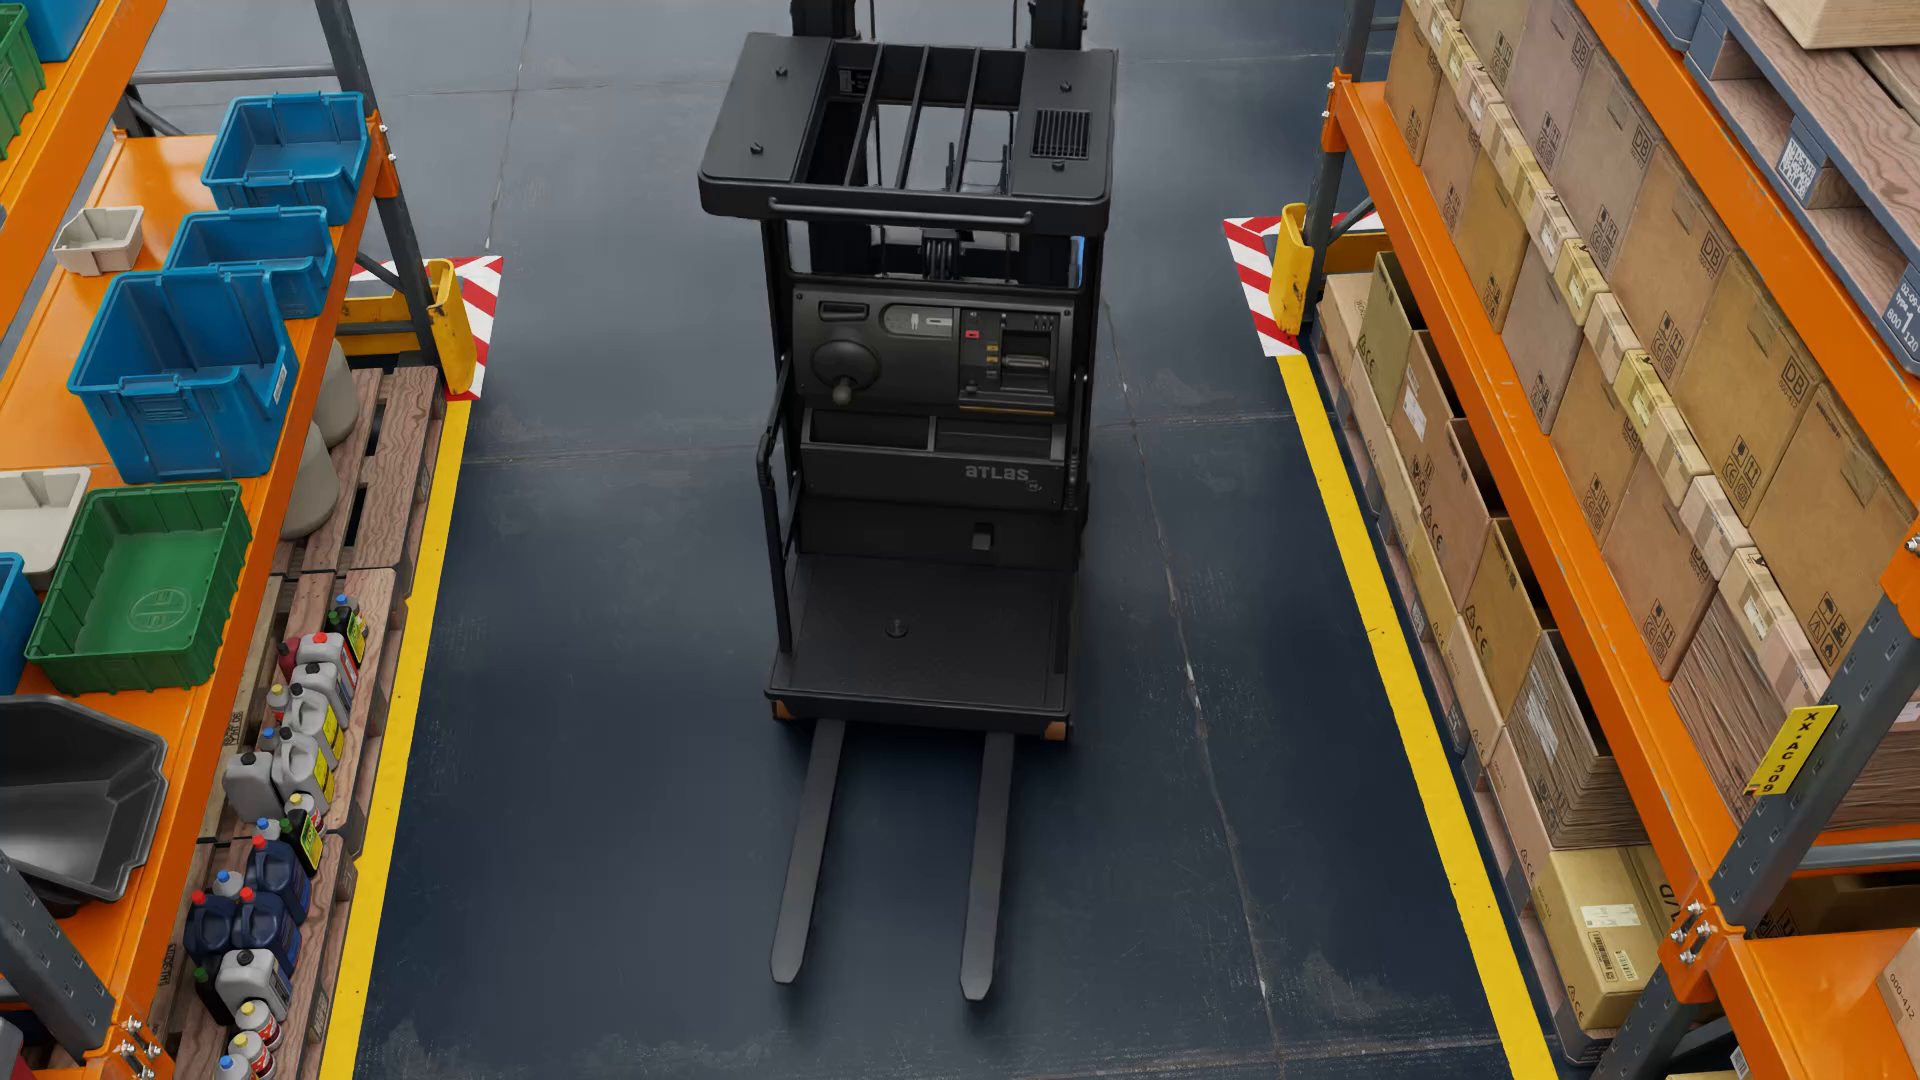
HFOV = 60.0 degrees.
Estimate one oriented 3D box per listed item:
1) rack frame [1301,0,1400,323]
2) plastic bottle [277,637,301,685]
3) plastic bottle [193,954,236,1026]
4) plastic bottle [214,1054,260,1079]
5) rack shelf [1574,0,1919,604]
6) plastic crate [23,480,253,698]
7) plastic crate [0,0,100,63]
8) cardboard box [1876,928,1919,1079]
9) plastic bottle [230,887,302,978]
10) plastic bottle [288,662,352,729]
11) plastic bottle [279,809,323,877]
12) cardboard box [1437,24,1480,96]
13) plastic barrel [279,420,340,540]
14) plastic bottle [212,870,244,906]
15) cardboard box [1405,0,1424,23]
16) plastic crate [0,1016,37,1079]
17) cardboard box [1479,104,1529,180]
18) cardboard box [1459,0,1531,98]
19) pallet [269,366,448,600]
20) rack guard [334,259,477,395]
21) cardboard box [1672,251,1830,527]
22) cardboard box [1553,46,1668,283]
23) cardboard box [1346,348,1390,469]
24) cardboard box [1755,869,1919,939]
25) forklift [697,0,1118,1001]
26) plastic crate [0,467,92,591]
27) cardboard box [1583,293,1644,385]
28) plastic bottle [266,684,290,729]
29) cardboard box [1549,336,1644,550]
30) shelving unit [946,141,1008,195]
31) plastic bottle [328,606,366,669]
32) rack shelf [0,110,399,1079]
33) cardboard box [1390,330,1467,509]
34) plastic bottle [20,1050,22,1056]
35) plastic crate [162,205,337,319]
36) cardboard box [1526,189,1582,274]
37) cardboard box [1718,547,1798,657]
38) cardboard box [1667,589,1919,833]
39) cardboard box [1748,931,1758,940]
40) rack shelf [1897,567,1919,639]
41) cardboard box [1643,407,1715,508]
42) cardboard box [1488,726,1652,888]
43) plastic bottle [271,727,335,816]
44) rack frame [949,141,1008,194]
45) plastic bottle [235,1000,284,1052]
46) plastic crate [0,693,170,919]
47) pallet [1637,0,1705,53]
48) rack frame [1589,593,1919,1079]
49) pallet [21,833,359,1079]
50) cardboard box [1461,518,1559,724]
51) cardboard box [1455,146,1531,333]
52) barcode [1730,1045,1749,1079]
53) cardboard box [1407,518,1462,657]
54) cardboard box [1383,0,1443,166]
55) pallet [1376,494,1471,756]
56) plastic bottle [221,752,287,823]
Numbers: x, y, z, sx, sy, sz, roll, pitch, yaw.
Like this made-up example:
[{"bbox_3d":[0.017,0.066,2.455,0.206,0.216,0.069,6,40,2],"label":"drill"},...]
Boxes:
[{"bbox_3d":[2.073,-2.130,6.838,1.000,3.000,0.127,-3,47,-3],"label":"rack frame"},{"bbox_3d":[-2.384,0.444,5.968,0.061,0.283,0.133,-3,47,-3],"label":"plastic bottle"},{"bbox_3d":[-2.278,1.363,5.098,0.061,0.283,0.133,-3,47,-3],"label":"plastic bottle"},{"bbox_3d":[-2.118,1.592,4.889,0.097,0.271,0.097,0,47,0],"label":"plastic bottle"},{"bbox_3d":[2.241,-1.467,4.639,1.077,0.370,4.000,-3,47,-3],"label":"rack shelf"},{"bbox_3d":[-2.360,0.136,4.838,0.450,0.188,0.662,-3,47,-3],"label":"plastic crate"},{"bbox_3d":[-2.403,-1.496,4.183,0.392,0.384,0.575,-3,47,-3],"label":"plastic crate"},{"bbox_3d":[2.493,1.169,3.816,0.500,0.250,0.500,-1,47,-1],"label":"cardboard box"},{"bbox_3d":[-2.182,1.213,5.193,0.144,0.351,0.185,-2,47,-2],"label":"plastic bottle"},{"bbox_3d":[-2.267,0.540,5.882,0.152,0.276,0.135,-5,47,-4],"label":"plastic bottle"},{"bbox_3d":[-2.170,0.977,5.463,0.061,0.283,0.133,-2,47,-2],"label":"plastic bottle"},{"bbox_3d":[1.936,-1.719,5.933,0.380,0.149,0.250,-3,47,-3],"label":"cardboard box"},{"bbox_3d":[-2.690,-0.286,6.516,0.421,0.512,0.421,0,47,0],"label":"plastic barrel"},{"bbox_3d":[-2.315,1.143,5.315,0.097,0.271,0.097,0,47,0],"label":"plastic bottle"},{"bbox_3d":[1.892,-2.090,6.285,0.380,0.149,0.250,-4,47,-4],"label":"cardboard box"},{"bbox_3d":[-2.183,1.372,3.477,0.402,0.464,0.583,-3,47,-3],"label":"plastic crate"},{"bbox_3d":[1.980,-1.344,5.577,0.380,0.149,0.250,-5,47,-5],"label":"cardboard box"},{"bbox_3d":[2.154,-1.853,5.613,0.700,0.500,0.500,-5,47,-4],"label":"cardboard box"},{"bbox_3d":[-2.747,-0.232,6.961,1.003,0.211,1.213,-3,47,-3],"label":"pallet"},{"bbox_3d":[-2.810,-0.920,7.413,1.175,0.500,0.348,-3,47,-3],"label":"rack guard"},{"bbox_3d":[2.321,-0.403,4.239,0.700,0.500,0.500,-4,47,-3],"label":"cardboard box"},{"bbox_3d":[2.239,-1.126,4.925,0.700,0.500,0.500,-3,47,-3],"label":"cardboard box"},{"bbox_3d":[1.942,-0.566,6.961,0.500,0.250,0.500,-3,47,-3],"label":"cardboard box"},{"bbox_3d":[2.681,0.953,5.006,0.500,0.500,0.500,-3,47,-3],"label":"cardboard box"},{"bbox_3d":[-0.111,-0.528,5.368,1.130,2.935,3.031,4,47,4],"label":"forklift"},{"bbox_3d":[-2.916,-0.006,5.008,0.530,0.136,0.437,-3,47,-3],"label":"plastic crate"},{"bbox_3d":[2.067,-0.596,4.869,0.380,0.149,0.250,-2,47,-2],"label":"cardboard box"},{"bbox_3d":[-2.390,0.587,5.889,0.097,0.201,0.097,0,47,0],"label":"plastic bottle"},{"bbox_3d":[2.276,-0.335,5.069,0.700,0.500,0.500,-3,47,-3],"label":"cardboard box"},{"bbox_3d":[0.068,-1.124,7.119,0.258,1.200,0.189,3,44,3],"label":"shelving unit"},{"bbox_3d":[-2.244,0.337,6.069,0.061,0.283,0.133,-2,47,-2],"label":"plastic bottle"},{"bbox_3d":[-2.695,-0.137,5.446,1.077,0.370,4.000,-3,47,-3],"label":"rack shelf"},{"bbox_3d":[1.995,-0.463,6.347,0.500,0.500,0.500,-3,47,-3],"label":"cardboard box"},{"bbox_3d":[-2.897,1.517,4.951,0.061,0.283,0.133,-1,47,-1],"label":"plastic bottle"},{"bbox_3d":[-2.474,-0.966,5.838,0.499,0.251,0.408,-3,47,-3],"label":"plastic crate"},{"bbox_3d":[2.020,-0.978,5.231,0.380,0.149,0.250,-3,47,-3],"label":"cardboard box"},{"bbox_3d":[2.153,0.144,4.169,0.380,0.149,0.250,-4,47,-4],"label":"cardboard box"},{"bbox_3d":[2.365,0.409,4.364,0.700,0.500,0.500,-5,47,-4],"label":"cardboard box"},{"bbox_3d":[2.672,1.211,5.278,0.500,0.250,0.500,-3,47,-3],"label":"cardboard box"},{"bbox_3d":[2.576,1.427,1.899,1.077,0.370,4.000,-3,47,-3],"label":"rack shelf"},{"bbox_3d":[2.106,-0.235,4.528,0.380,0.149,0.250,-4,47,-3],"label":"cardboard box"},{"bbox_3d":[2.120,0.881,5.591,0.500,0.250,0.500,-3,47,-3],"label":"cardboard box"},{"bbox_3d":[-2.233,0.769,5.614,0.144,0.351,0.185,-4,47,-4],"label":"plastic bottle"},{"bbox_3d":[0.074,-1.187,7.185,0.240,1.200,0.006,3,44,3],"label":"rack frame"},{"bbox_3d":[-2.135,1.469,5.054,0.097,0.201,0.097,0,47,0],"label":"plastic bottle"},{"bbox_3d":[-2.445,0.697,4.203,0.767,0.338,0.504,-3,47,-3],"label":"plastic crate"},{"bbox_3d":[2.212,-1.733,4.457,1.003,0.211,1.213,-3,47,-3],"label":"pallet"},{"bbox_3d":[2.412,0.764,4.097,0.949,2.616,0.053,-3,47,-3],"label":"rack frame"},{"bbox_3d":[-2.543,1.533,5.289,1.003,0.211,1.213,-3,47,-3],"label":"pallet"},{"bbox_3d":[2.076,0.261,5.661,0.500,0.500,0.500,-3,47,-3],"label":"cardboard box"},{"bbox_3d":[2.184,-1.086,5.781,0.700,0.500,0.500,-3,47,-3],"label":"cardboard box"},{"bbox_3d":[2.015,1.352,4.297,0.001,0.075,0.075,-3,47,-3],"label":"barcode"},{"bbox_3d":[2.021,0.158,6.275,0.500,0.250,0.500,-3,47,-3],"label":"cardboard box"},{"bbox_3d":[2.100,-1.826,6.481,0.700,0.500,0.500,-3,47,-3],"label":"cardboard box"},{"bbox_3d":[2.278,0.260,6.495,1.003,0.211,1.213,-3,47,-3],"label":"pallet"},{"bbox_3d":[-2.379,0.822,5.615,0.152,0.276,0.135,-3,47,-3],"label":"plastic bottle"}]
